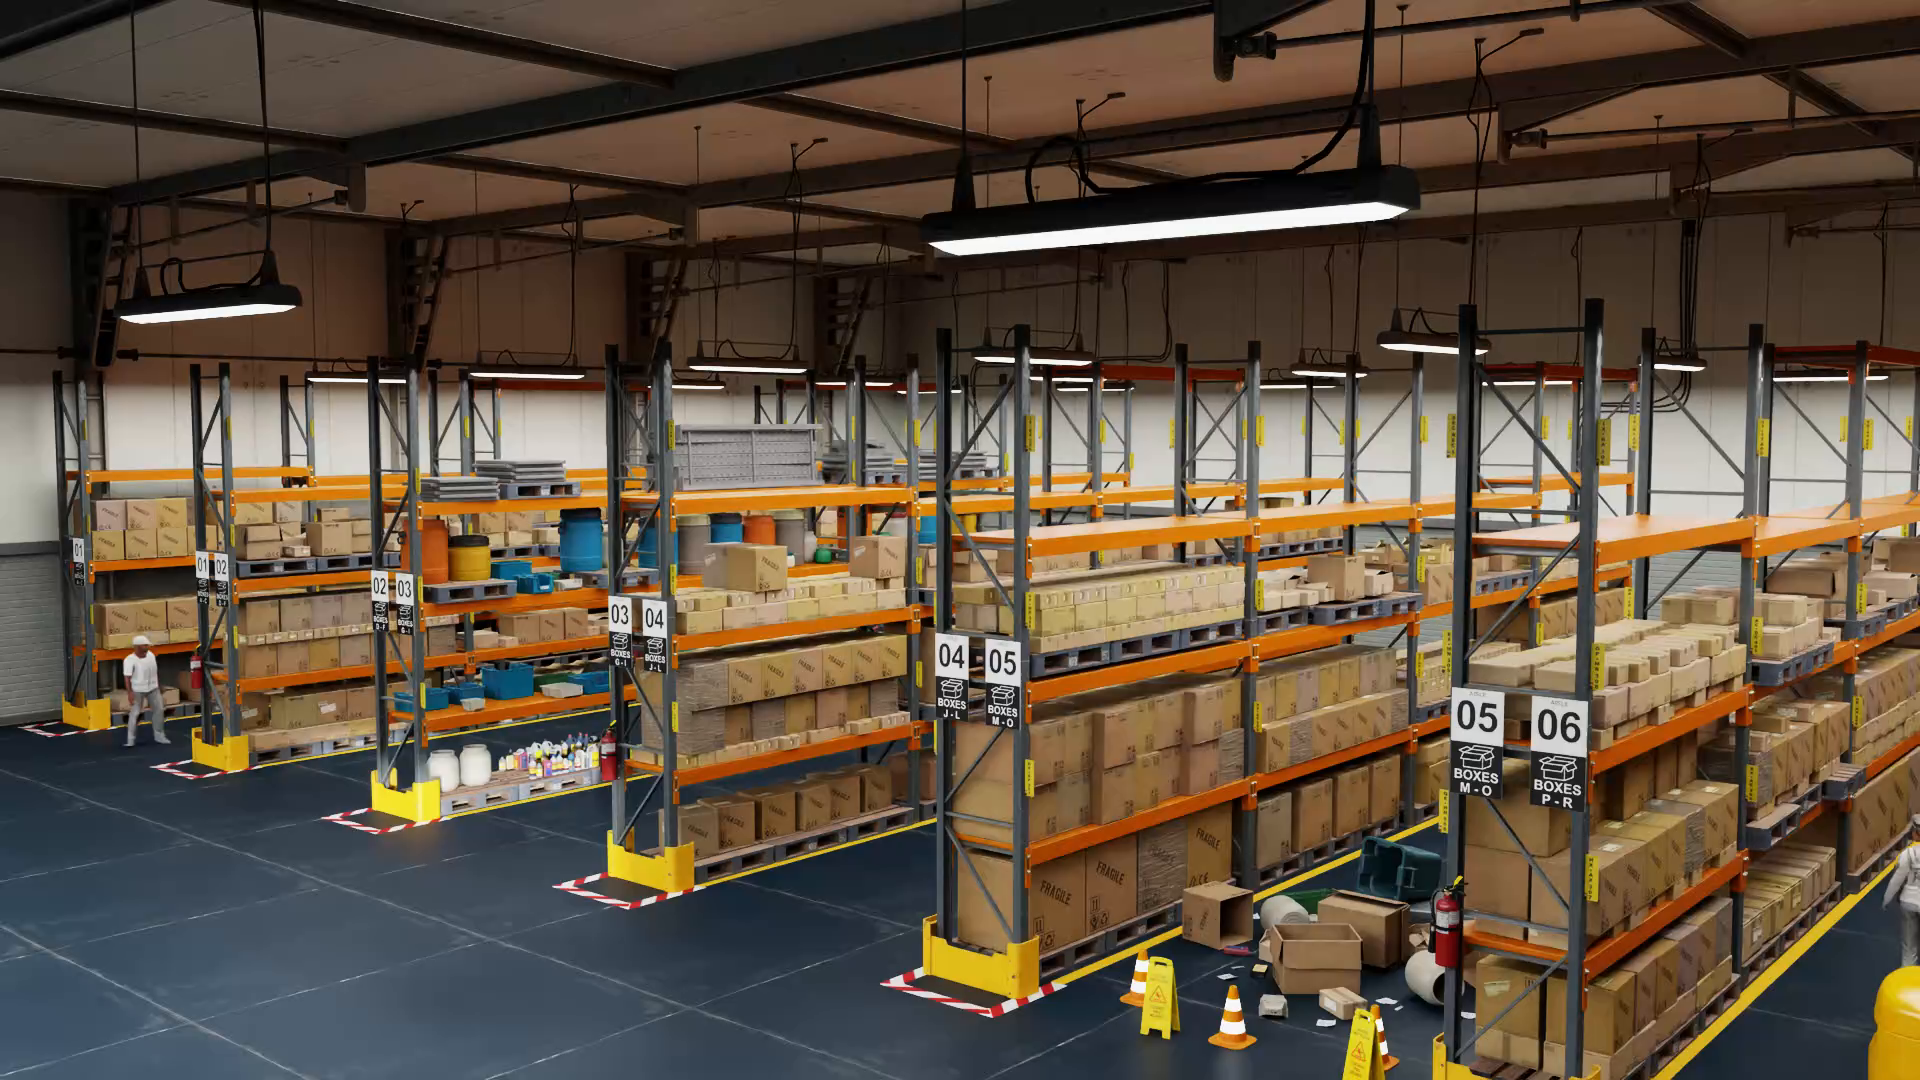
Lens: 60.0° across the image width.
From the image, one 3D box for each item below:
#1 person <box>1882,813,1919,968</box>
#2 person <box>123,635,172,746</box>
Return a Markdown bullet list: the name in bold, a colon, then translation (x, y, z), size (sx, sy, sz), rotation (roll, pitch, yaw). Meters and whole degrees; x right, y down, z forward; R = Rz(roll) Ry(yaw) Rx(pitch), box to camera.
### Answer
- **person**: translation (8.492, 3.276, 14.712), size (0.631, 1.695, 0.698), rotation (4, 5, 41)
- **person**: translation (-12.936, 2.404, 26.394), size (0.477, 1.807, 0.709), rotation (3, 5, 34)
